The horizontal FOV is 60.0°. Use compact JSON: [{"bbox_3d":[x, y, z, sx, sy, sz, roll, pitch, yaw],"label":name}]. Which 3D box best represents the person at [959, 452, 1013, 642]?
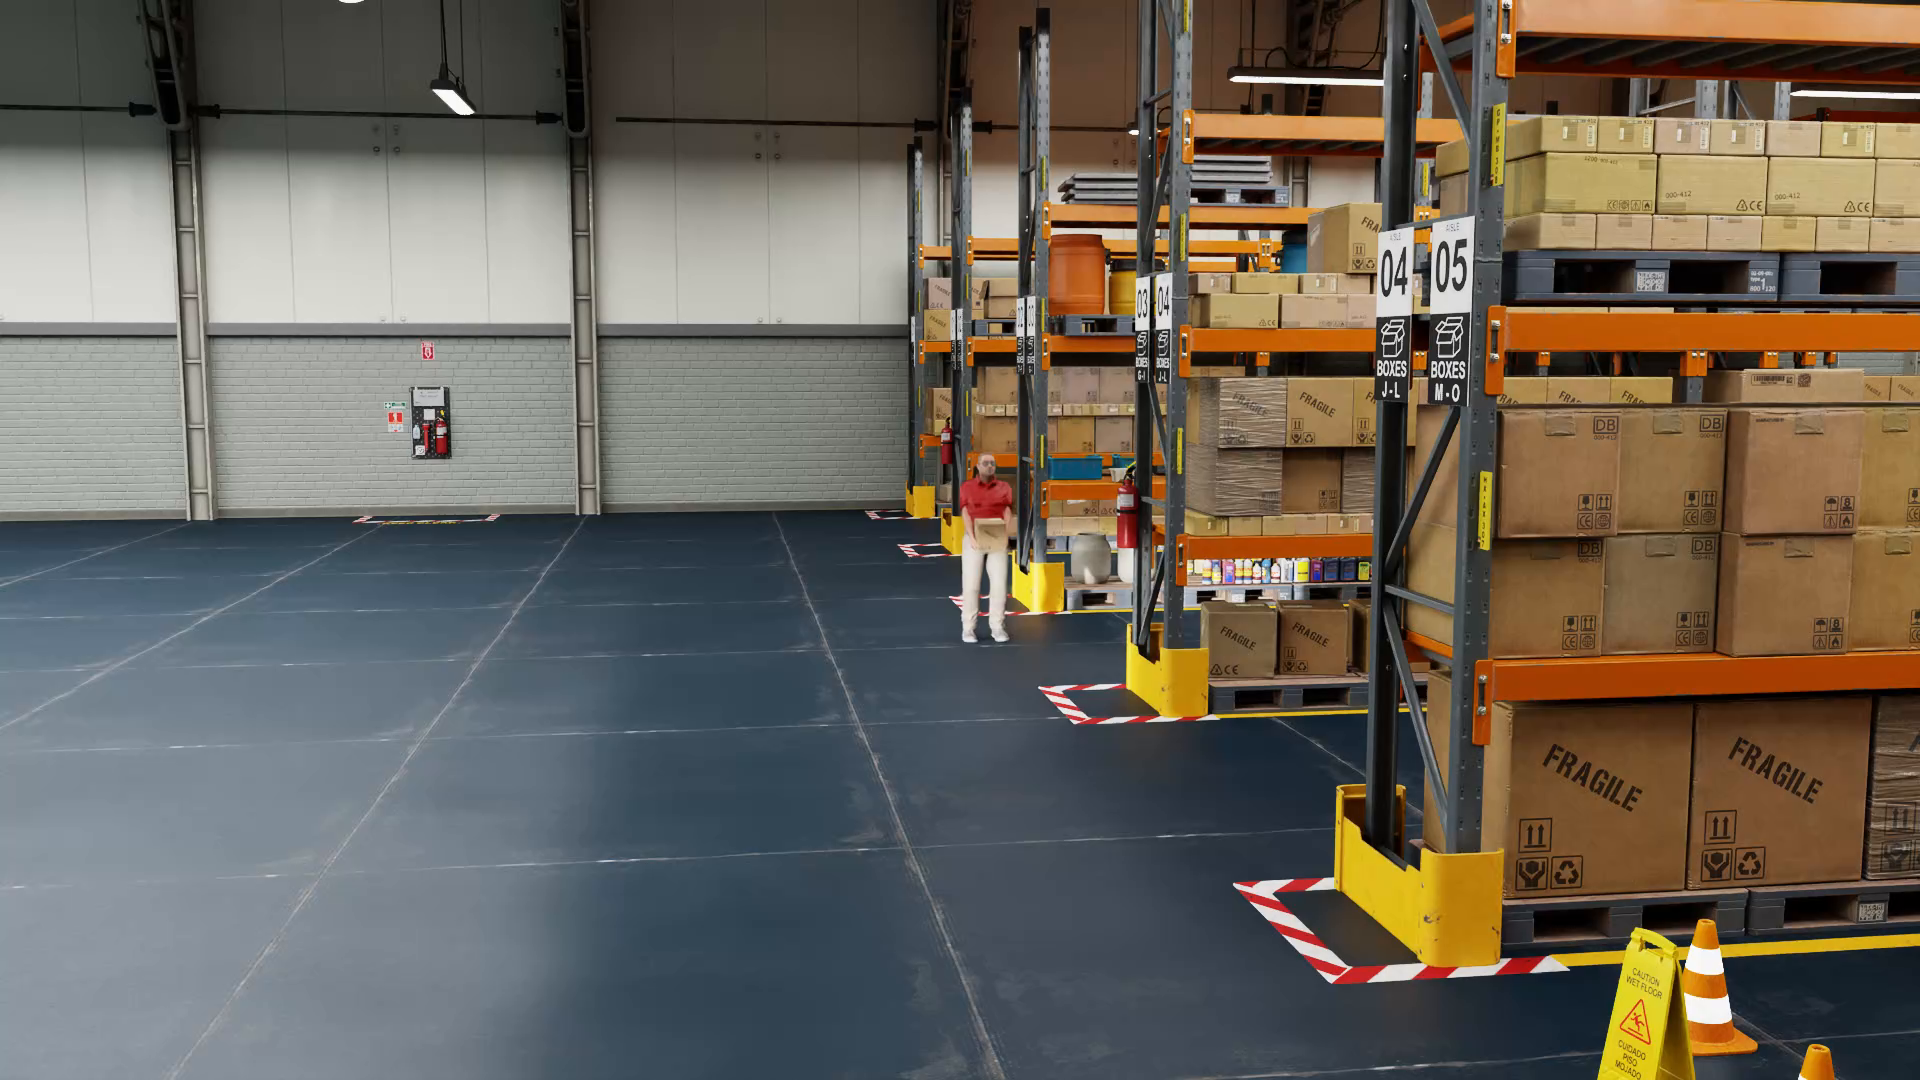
[{"bbox_3d":[0.258,0.069,15.188,0.499,1.720,0.529,-1,7,-9],"label":"person"}]
